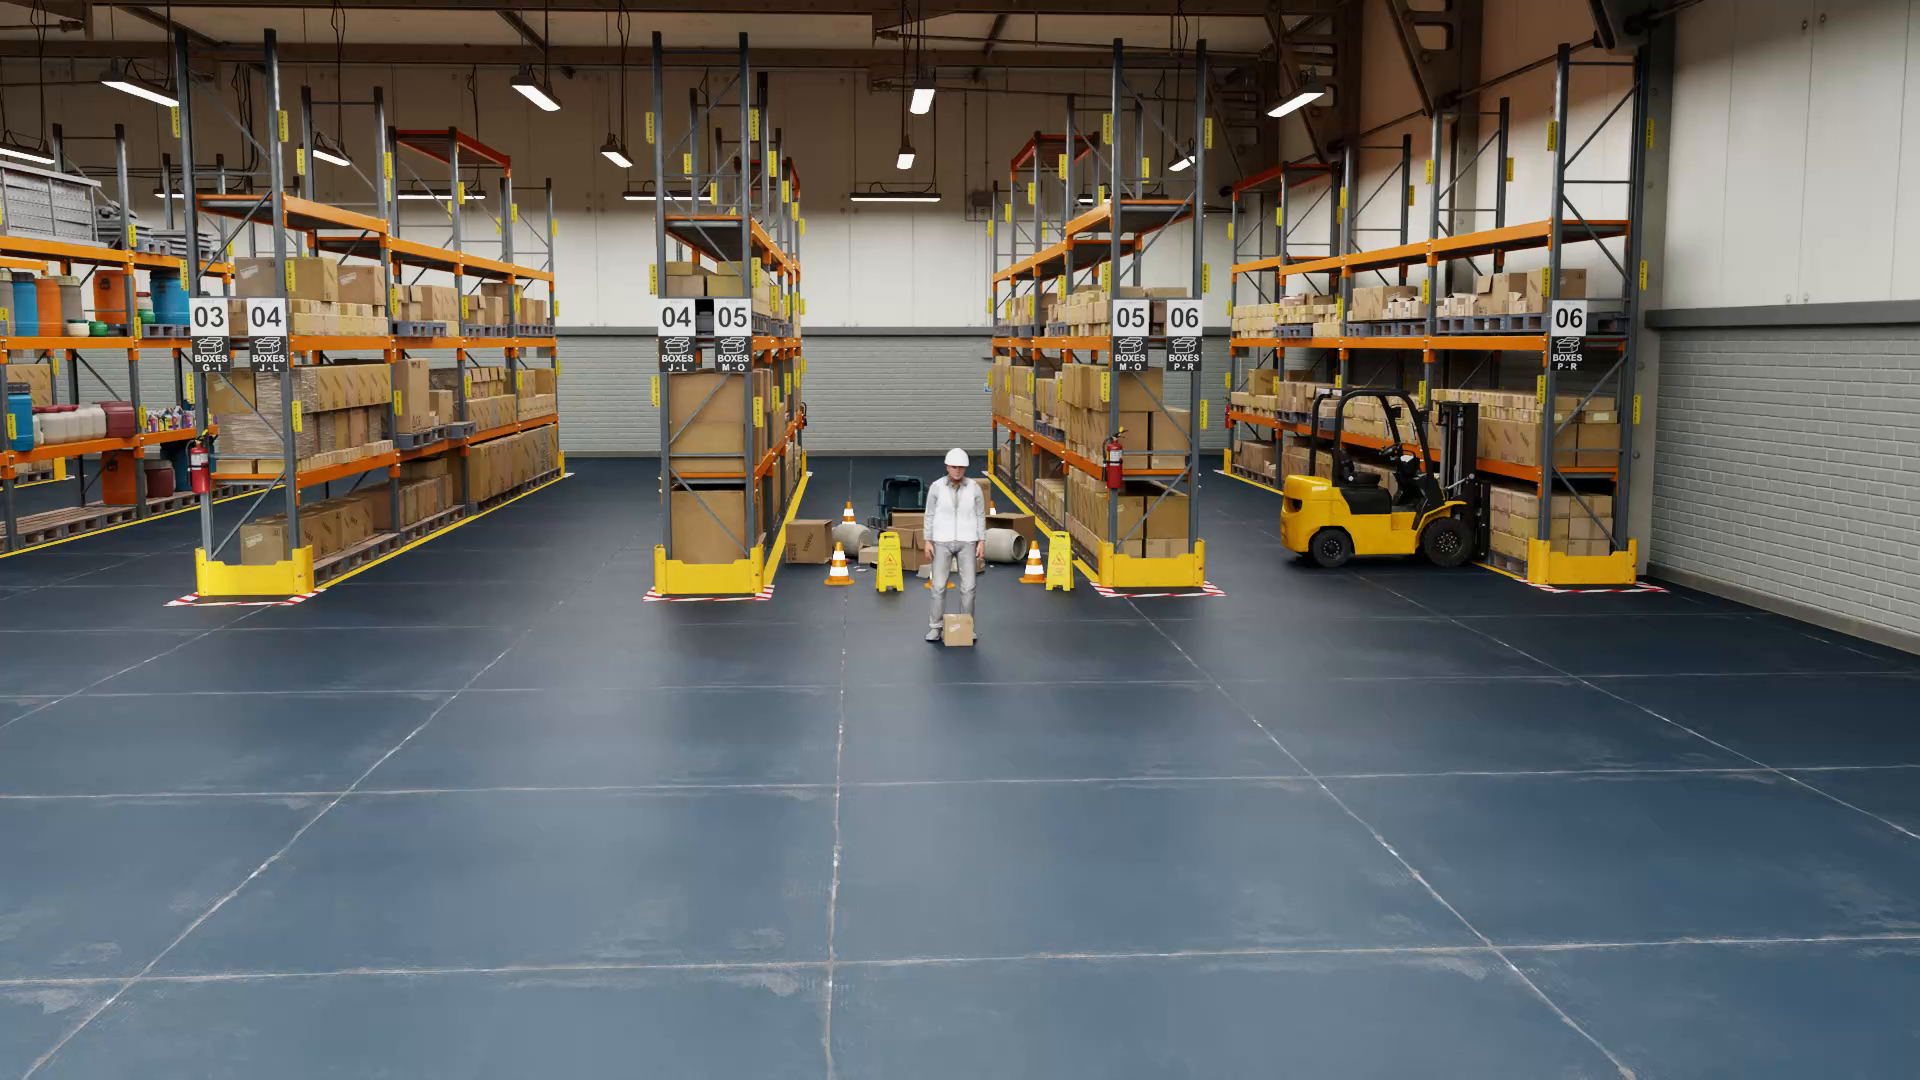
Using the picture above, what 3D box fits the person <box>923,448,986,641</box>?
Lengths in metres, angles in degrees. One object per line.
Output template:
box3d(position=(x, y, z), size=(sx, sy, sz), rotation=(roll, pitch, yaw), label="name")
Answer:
box3d(position=(-0.048, 0.034, 15.342), size=(0.580, 1.772, 0.461), rotation=(0, 7, -4), label="person")
